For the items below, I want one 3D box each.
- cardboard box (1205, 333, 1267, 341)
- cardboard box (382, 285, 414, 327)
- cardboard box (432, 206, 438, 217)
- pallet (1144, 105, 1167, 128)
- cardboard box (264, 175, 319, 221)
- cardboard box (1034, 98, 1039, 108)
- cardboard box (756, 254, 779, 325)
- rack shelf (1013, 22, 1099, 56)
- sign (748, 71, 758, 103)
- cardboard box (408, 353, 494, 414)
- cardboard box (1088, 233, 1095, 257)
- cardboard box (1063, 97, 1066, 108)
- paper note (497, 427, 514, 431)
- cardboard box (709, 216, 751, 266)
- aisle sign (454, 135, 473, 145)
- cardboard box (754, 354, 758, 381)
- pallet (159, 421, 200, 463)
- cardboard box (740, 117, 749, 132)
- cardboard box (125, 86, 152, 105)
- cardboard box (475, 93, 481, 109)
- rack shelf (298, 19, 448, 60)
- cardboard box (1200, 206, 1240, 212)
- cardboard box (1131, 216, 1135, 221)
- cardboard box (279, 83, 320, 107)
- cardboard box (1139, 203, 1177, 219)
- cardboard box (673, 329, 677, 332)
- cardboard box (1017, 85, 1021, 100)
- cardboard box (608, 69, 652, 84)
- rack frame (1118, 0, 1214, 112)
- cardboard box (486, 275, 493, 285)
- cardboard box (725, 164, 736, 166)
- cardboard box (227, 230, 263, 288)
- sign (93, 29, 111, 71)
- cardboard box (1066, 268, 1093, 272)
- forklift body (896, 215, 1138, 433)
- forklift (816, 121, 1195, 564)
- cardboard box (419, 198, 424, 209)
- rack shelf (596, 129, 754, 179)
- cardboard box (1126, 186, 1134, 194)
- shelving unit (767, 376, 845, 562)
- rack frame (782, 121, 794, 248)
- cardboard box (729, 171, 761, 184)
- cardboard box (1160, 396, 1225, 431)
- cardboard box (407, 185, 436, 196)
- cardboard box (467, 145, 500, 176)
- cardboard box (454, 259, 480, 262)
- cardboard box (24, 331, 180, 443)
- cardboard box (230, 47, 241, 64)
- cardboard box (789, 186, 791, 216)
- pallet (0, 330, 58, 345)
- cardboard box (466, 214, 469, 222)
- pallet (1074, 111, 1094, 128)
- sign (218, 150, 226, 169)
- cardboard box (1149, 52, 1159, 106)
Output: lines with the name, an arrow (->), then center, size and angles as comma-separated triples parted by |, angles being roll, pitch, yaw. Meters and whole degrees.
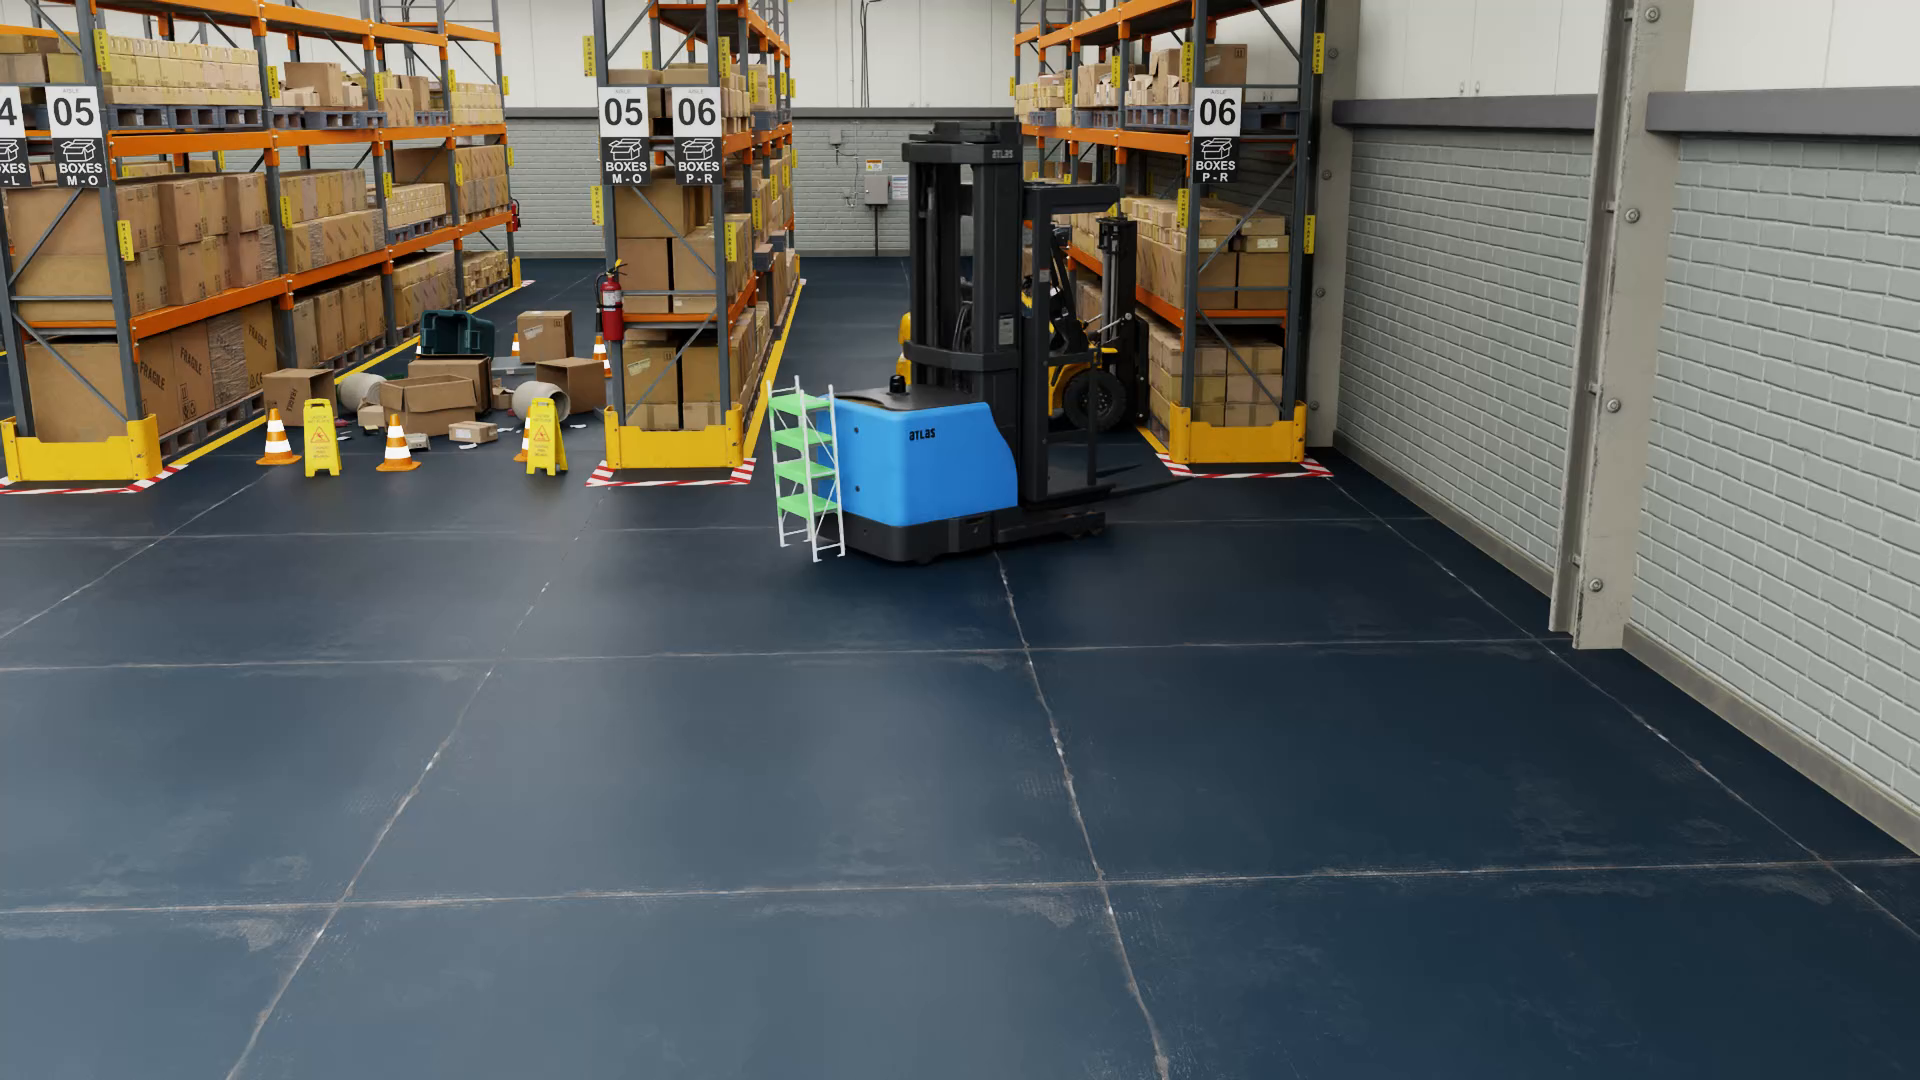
cardboard box -> 2.587, -1.783, 15.606 | 0.500, 0.250, 0.500 | -1, 14, -3
cardboard box -> -7.711, -3.164, 22.477 | 0.500, 0.500, 0.500 | -2, 15, -6
cardboard box -> -7.917, -4.845, 24.500 | 0.380, 0.149, 0.250 | -1, 14, -4
pallet -> 2.365, -4.071, 15.986 | 1.003, 0.211, 1.213 | -1, 14, -3
cardboard box -> -7.775, -3.906, 18.980 | 0.700, 0.500, 0.500 | -1, 14, -3
cardboard box -> 1.321, -6.603, 25.109 | 0.380, 0.149, 0.250 | -1, 14, -3
cardboard box -> -2.947, -3.440, 22.798 | 0.875, 0.875, 0.875 | -1, 14, -4
rack shelf -> 1.595, -8.218, 27.357 | 1.077, 0.370, 4.000 | -1, 14, -3
sign -> -2.199, -4.811, 17.649 | 0.100, 0.325, 0.005 | -1, 14, -3
cardboard box -> -5.194, -1.590, 16.924 | 0.797, 0.637, 0.503 | -1, 14, -3
cardboard box -> 1.846, -3.601, 20.304 | 0.500, 0.250, 0.500 | 0, 14, -2
cardboard box -> 1.651, -6.148, 23.384 | 0.380, 0.149, 0.250 | 0, 14, -2
paper note -> -4.440, -1.078, 16.176 | 0.148, 0.019, 0.142 | 4, 15, 16
cardboard box -> -2.425, -3.056, 17.086 | 0.500, 0.500, 0.500 | 0, 14, -2
aisle sign -> -8.721, -7.253, 28.980 | 0.394, 0.787, 0.004 | -1, 14, -3
cardboard box -> -2.435, -1.827, 17.782 | 0.500, 0.250, 0.500 | 0, 14, -1
pallet -> -7.554, -0.849, 14.901 | 1.003, 0.211, 1.213 | -1, 14, -3
cardboard box -> -2.415, -4.355, 17.417 | 0.380, 0.149, 0.250 | -1, 14, -3
cardboard box -> -7.159, -3.800, 14.218 | 0.380, 0.149, 0.250 | -1, 14, -3
cardboard box -> -8.053, -7.112, 26.926 | 0.500, 0.250, 0.500 | -2, 15, -6
rack shelf -> -8.046, -6.852, 22.844 | 1.077, 0.370, 4.000 | -1, 14, -3
cardboard box -> 2.567, -3.225, 16.441 | 0.380, 0.149, 0.250 | 0, 14, -2
cardboard box -> 1.974, -3.263, 17.188 | 0.380, 0.149, 0.250 | -1, 14, -2
cardboard box -> -7.578, -5.104, 19.052 | 0.396, 0.266, 0.258 | -1, 14, -3
cardboard box -> 2.025, -3.342, 16.894 | 0.380, 0.149, 0.250 | -1, 14, -4
cardboard box -> -2.919, -2.066, 15.904 | 0.380, 0.149, 0.250 | 0, 14, -1
cardboard box -> 1.260, -7.685, 28.556 | 0.500, 0.250, 0.500 | -1, 14, -4
cardboard box -> -2.808, -3.900, 14.048 | 0.380, 0.149, 0.250 | -1, 14, -3
rack frame -> 2.214, -6.081, 17.601 | 1.000, 3.000, 0.127 | -1, 14, -3
cardboard box -> -8.026, -4.354, 27.809 | 0.380, 0.149, 0.250 | -1, 14, -2
cardboard box -> -3.321, -4.877, 22.756 | 0.500, 0.500, 0.500 | -1, 14, -2
cardboard box -> -7.582, -2.841, 16.747 | 0.875, 0.550, 0.550 | -1, 14, -3
sign -> -6.872, -3.923, 13.321 | 0.100, 0.325, 0.005 | -1, 14, -3
cardboard box -> 1.663, -3.730, 23.374 | 0.380, 0.149, 0.250 | -1, 14, -5
forklift body -> 0.524, -2.213, 16.311 | 2.313, 2.155, 1.214 | -1, 14, -3
forklift -> 0.447, -1.529, 12.089 | 3.031, 2.935, 1.130 | -11, 18, -37
cardboard box -> -7.863, -4.788, 23.680 | 0.380, 0.149, 0.250 | -1, 14, -3
rack shelf -> -2.616, -3.705, 15.830 | 1.077, 0.370, 4.000 | -1, 14, -3
cardboard box -> 2.091, -4.552, 22.657 | 0.500, 0.500, 0.500 | 0, 14, -1
shelving unit -> -1.068, -0.499, 11.529 | 0.258, 1.200, 0.503 | -13, 19, -31
rack frame -> -3.483, -6.082, 29.646 | 1.000, 3.000, 0.127 | -1, 14, -3
cardboard box -> -2.605, -4.400, 20.166 | 0.380, 0.149, 0.250 | -2, 15, -6
cardboard box -> 2.118, -1.164, 15.207 | 0.500, 0.250, 0.500 | -1, 14, -3
cardboard box -> -7.918, -5.128, 24.404 | 0.380, 0.149, 0.250 | -1, 14, -5
cardboard box -> -8.109, -6.421, 28.160 | 0.500, 0.500, 0.500 | -1, 14, -5
cardboard box -> -8.079, -4.513, 27.231 | 0.380, 0.149, 0.250 | -1, 15, -6
cardboard box -> -7.534, -1.344, 14.650 | 0.875, 0.875, 0.875 | -1, 14, -3
cardboard box -> -7.303, -4.754, 16.324 | 0.380, 0.149, 0.250 | -1, 14, -4
cardboard box -> -3.086, -5.634, 27.702 | 0.500, 0.500, 0.500 | 0, 14, -2
pallet -> -12.852, -2.786, 22.433 | 1.003, 0.211, 1.213 | -1, 14, -3
cardboard box -> -8.031, -5.136, 26.472 | 0.380, 0.149, 0.250 | -2, 15, -6
pallet -> 2.098, -5.364, 21.214 | 1.213, 0.211, 1.003 | 0, 14, -1
sign -> -12.832, -6.610, 28.897 | 0.100, 0.325, 0.005 | -1, 14, -3
cardboard box -> 2.230, -4.444, 16.008 | 0.797, 0.503, 0.637 | 0, 14, -2
